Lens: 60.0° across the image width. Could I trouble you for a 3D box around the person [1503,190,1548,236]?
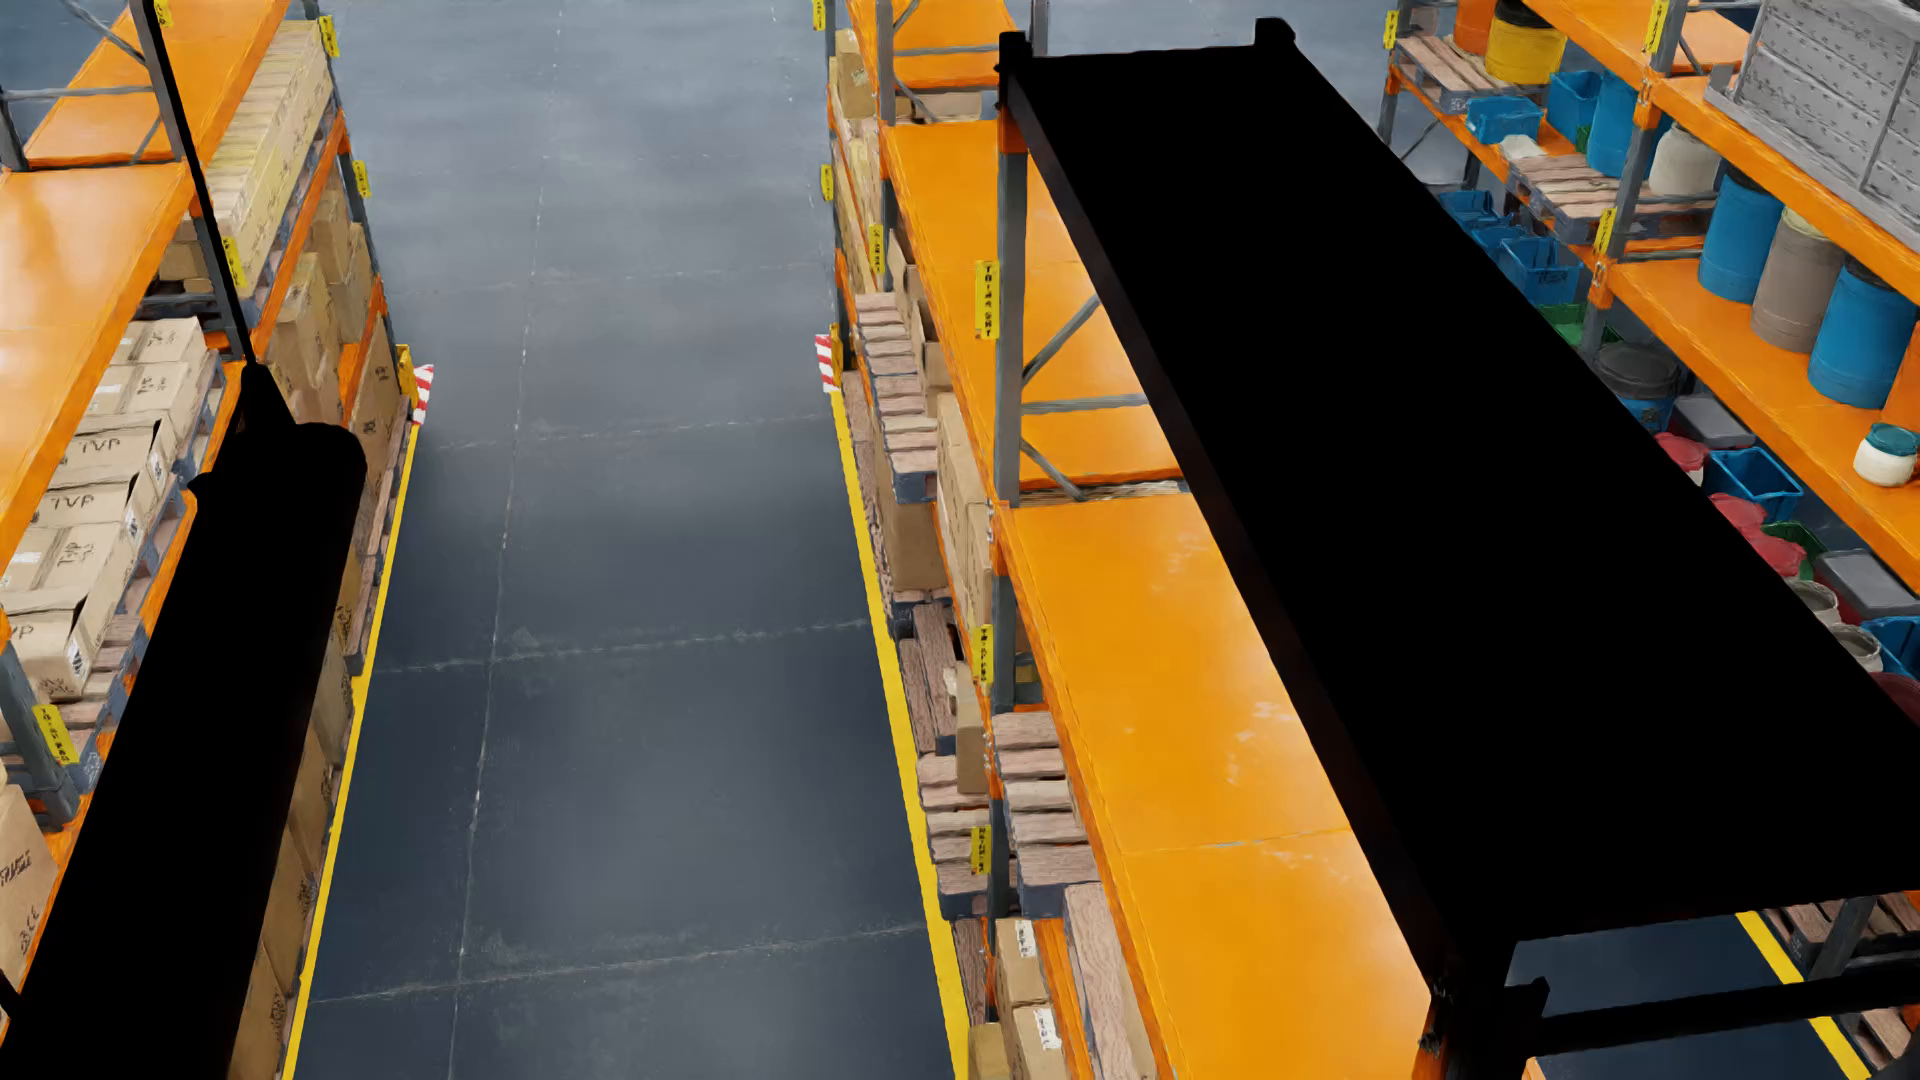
[{"bbox_3d":[5.928,-3.764,17.144,0.571,1.708,0.549,-31,46,-35],"label":"person"}]
